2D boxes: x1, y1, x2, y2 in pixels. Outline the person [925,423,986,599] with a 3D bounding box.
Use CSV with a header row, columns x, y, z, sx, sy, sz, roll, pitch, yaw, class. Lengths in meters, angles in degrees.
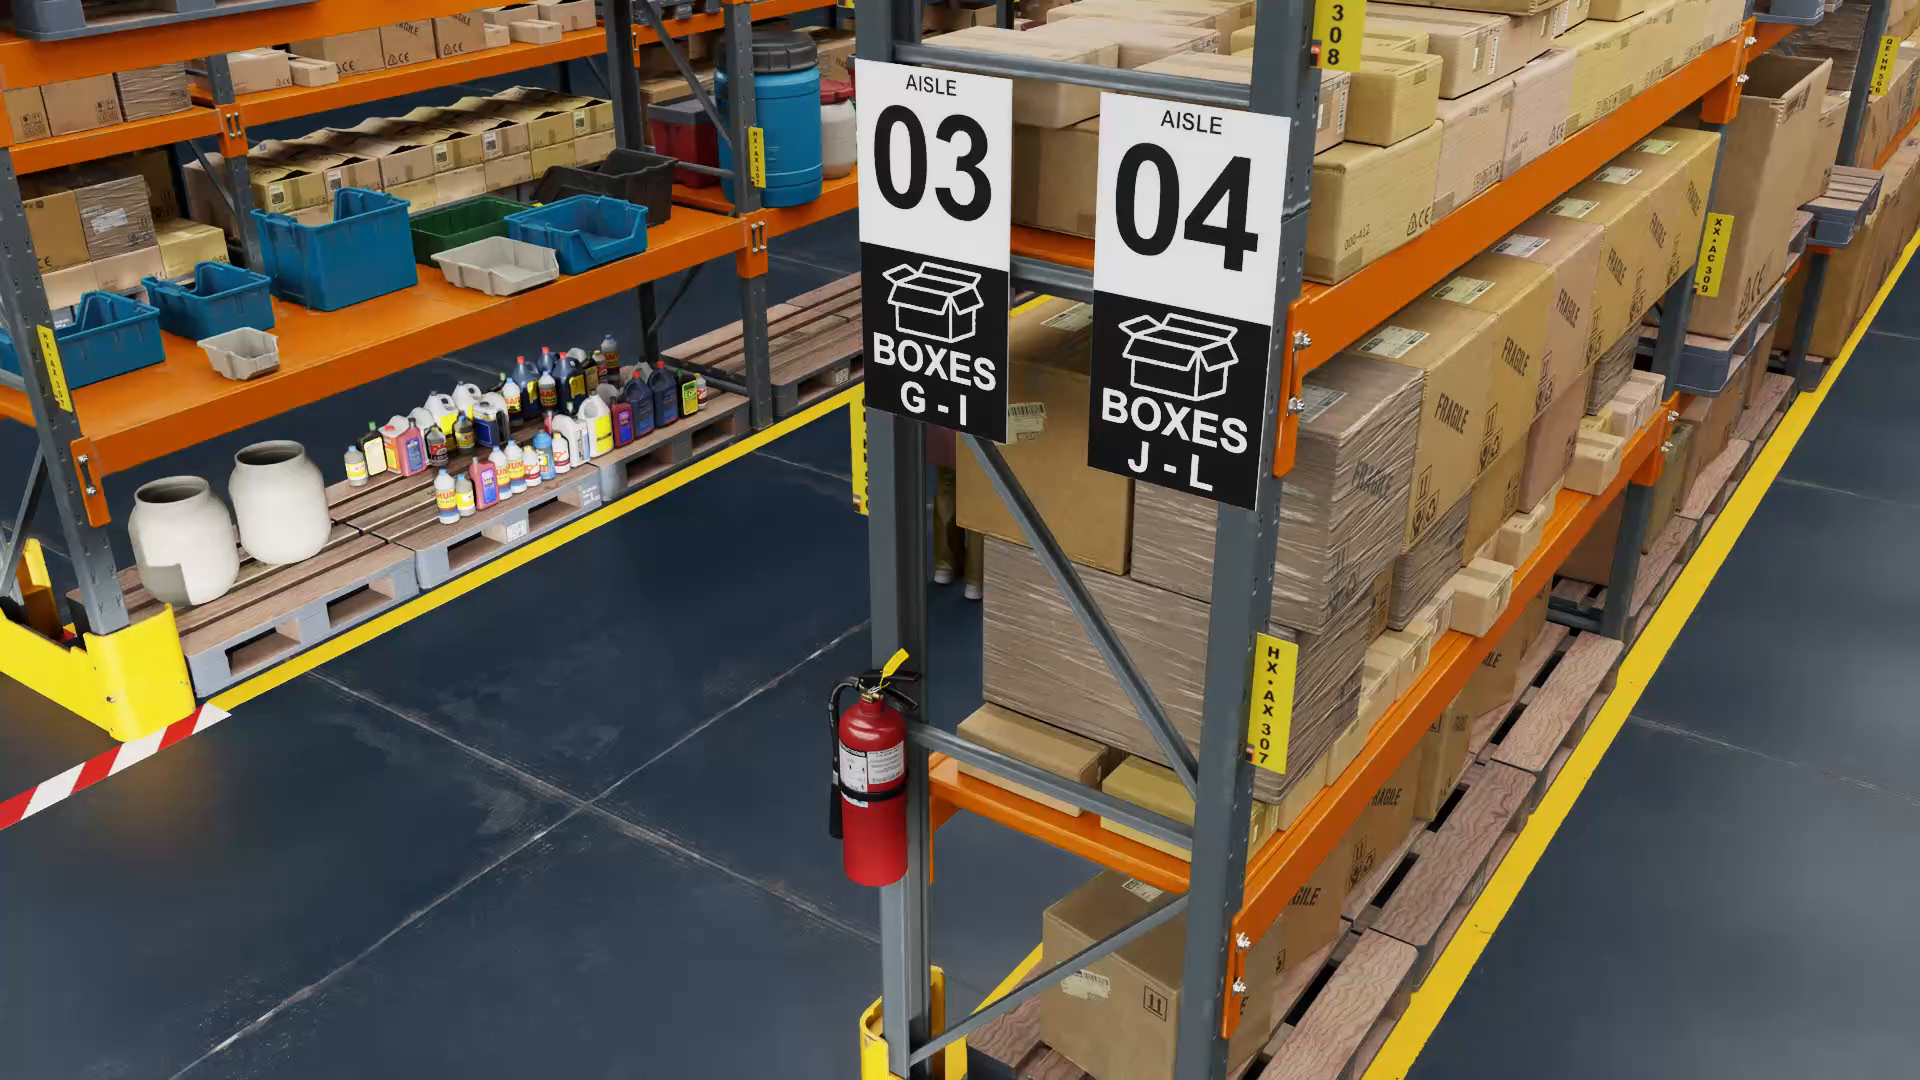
x,y,z,sx,sy,sz,roll,pitch,yaw,class
0.068,-0.620,7.877,0.530,1.769,0.563,17,31,31,person
